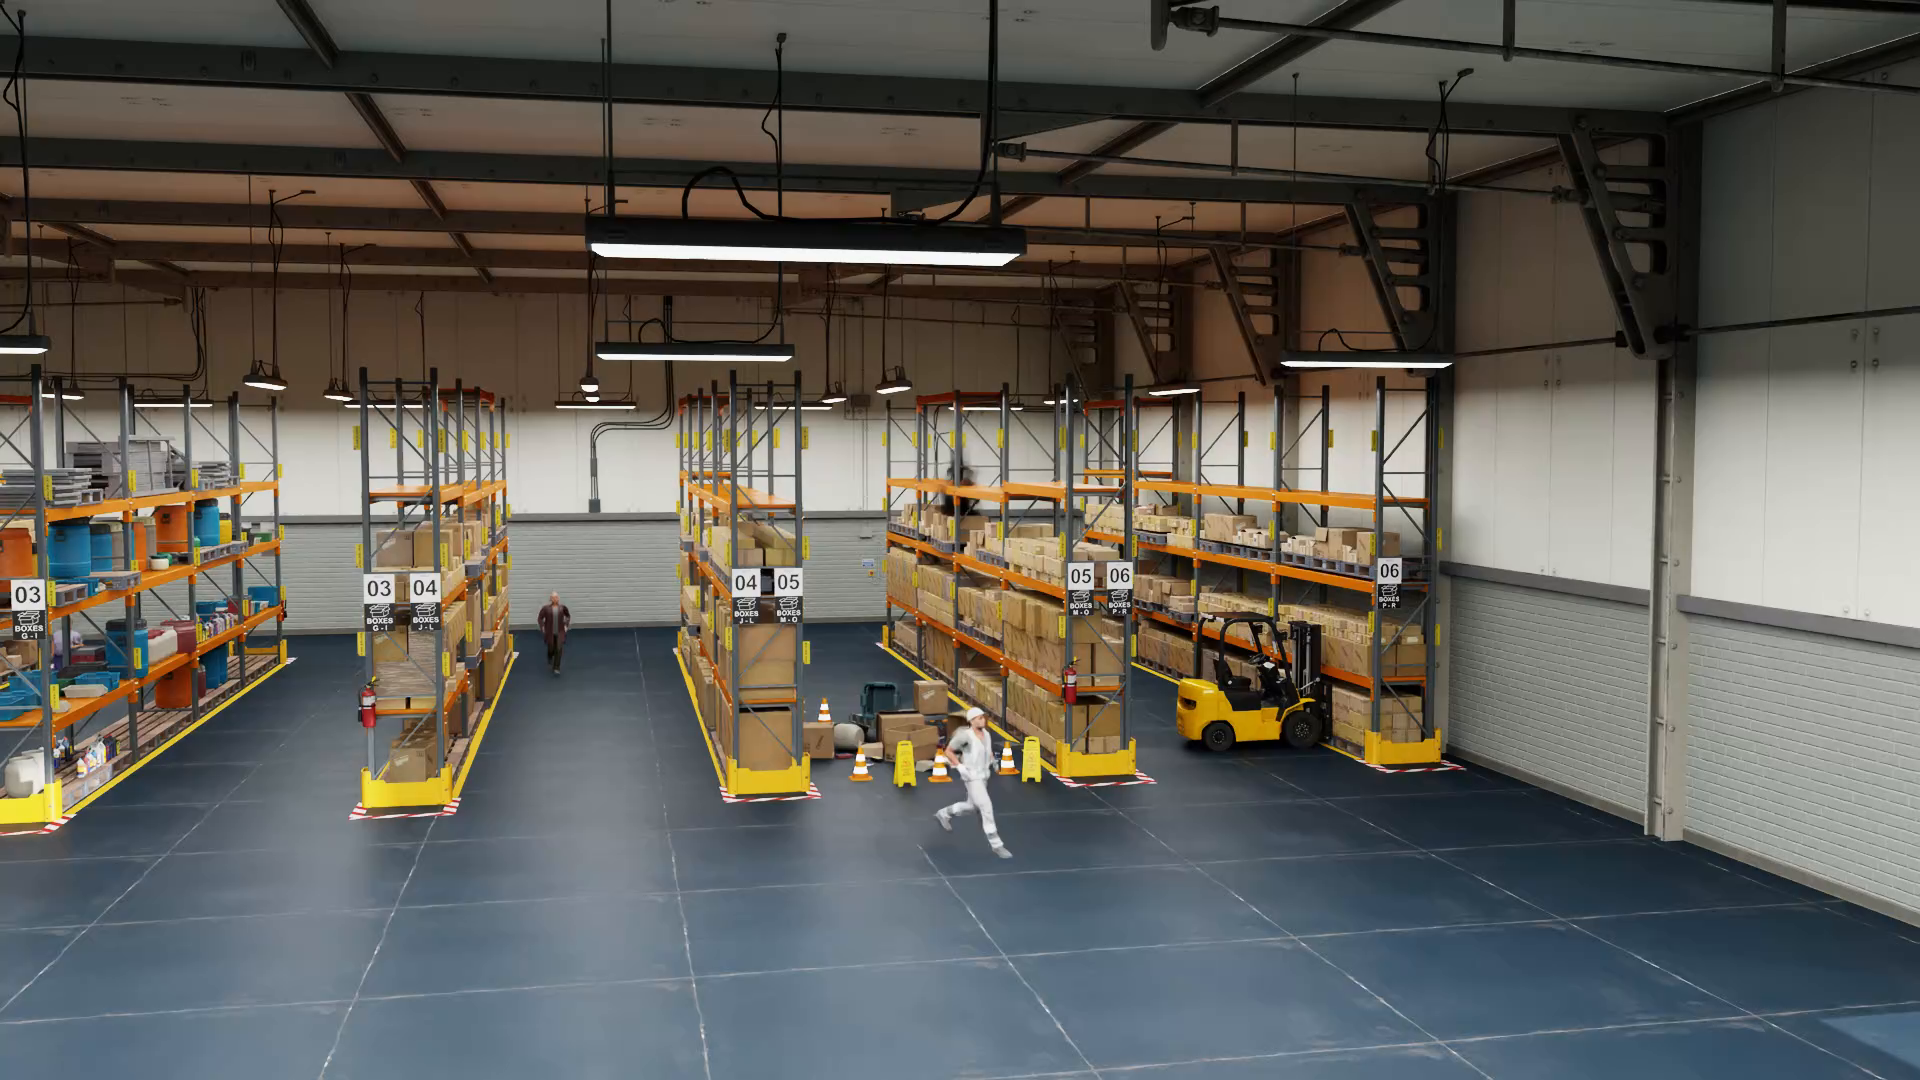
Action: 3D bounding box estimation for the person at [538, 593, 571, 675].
[{"bbox_3d":[-8.740,2.111,35.883,0.712,1.539,0.789,-1,4,-19],"label":"person"}]

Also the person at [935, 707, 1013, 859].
[{"bbox_3d":[0.174,2.915,20.261,1.169,1.782,0.610,2,4,31],"label":"person"}]

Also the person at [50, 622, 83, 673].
[{"bbox_3d":[-16.853,2.295,31.360,0.601,1.648,0.934,-1,4,-18],"label":"person"}]
